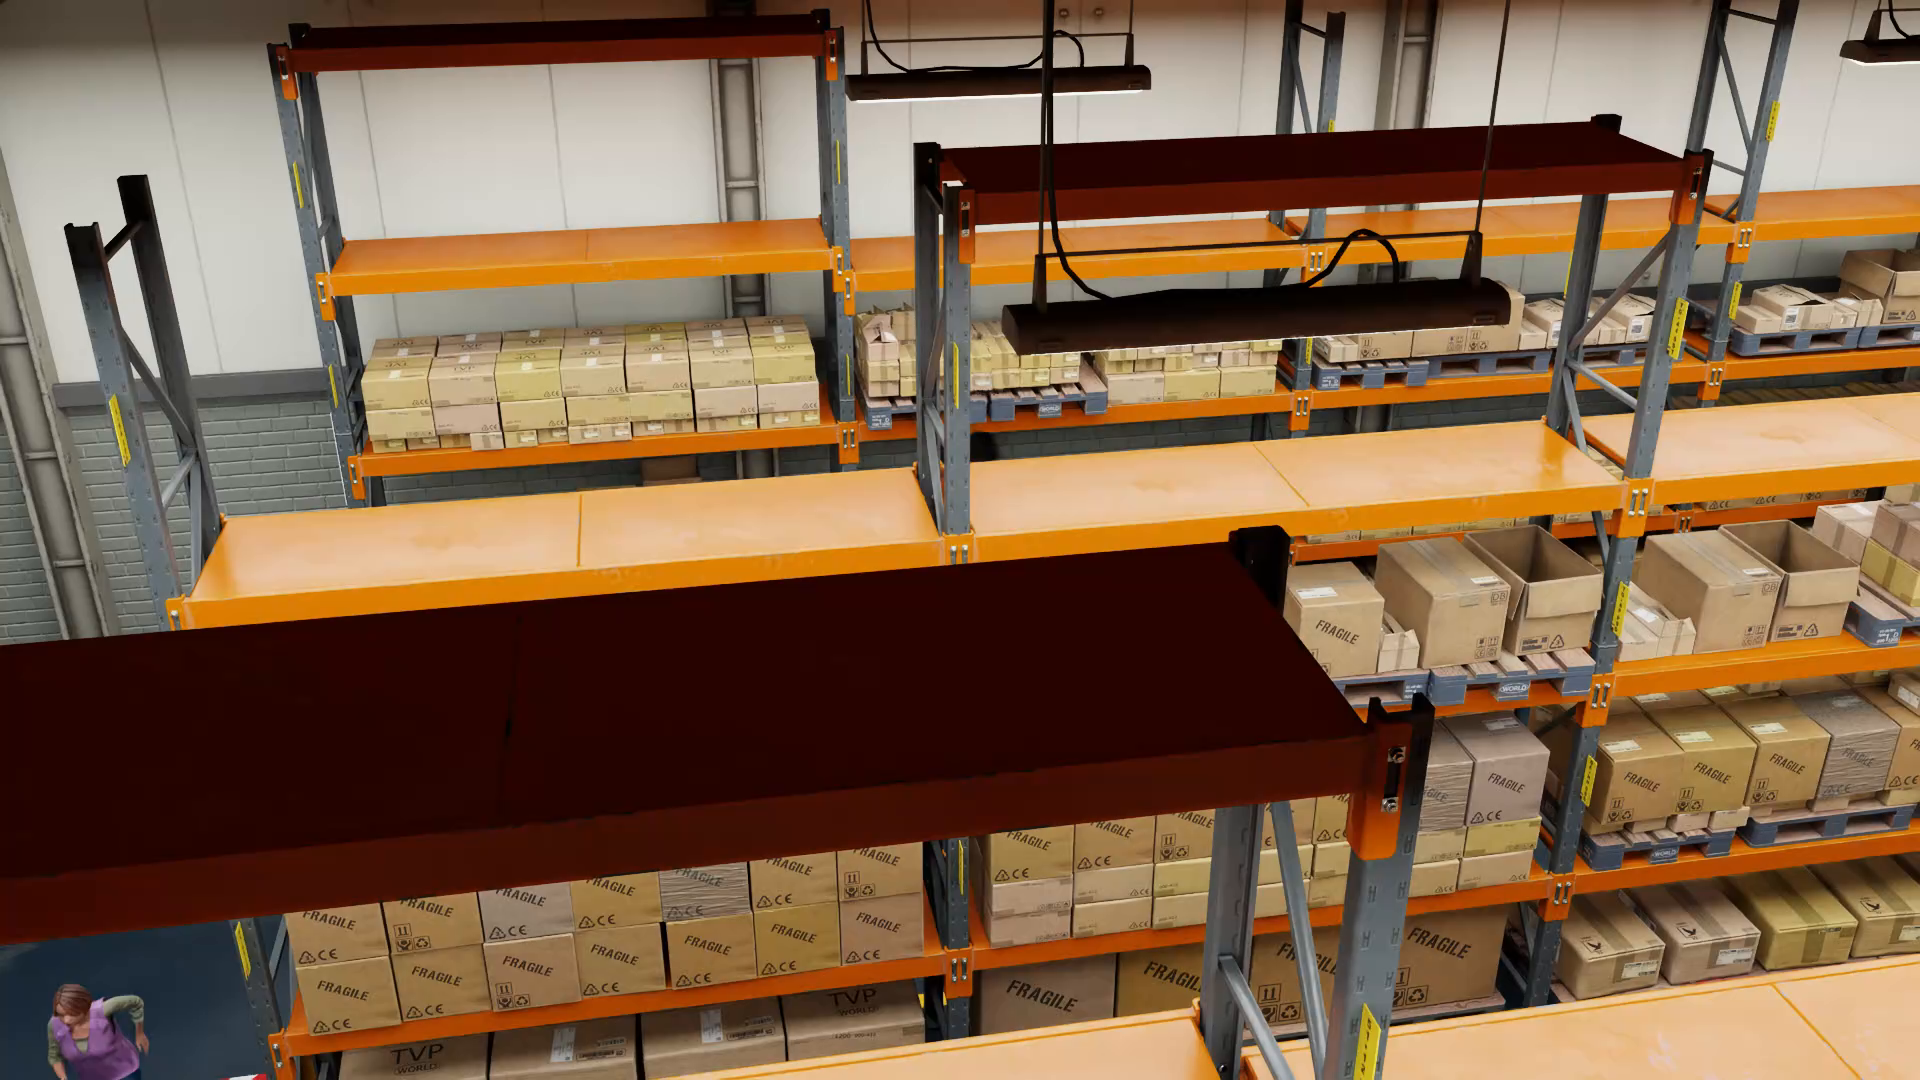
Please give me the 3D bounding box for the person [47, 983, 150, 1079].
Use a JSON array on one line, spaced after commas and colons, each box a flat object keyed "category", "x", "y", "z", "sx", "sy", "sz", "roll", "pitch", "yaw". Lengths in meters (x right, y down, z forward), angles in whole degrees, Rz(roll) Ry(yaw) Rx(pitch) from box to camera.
[{"category": "person", "x": -5.081, "y": 3.167, "z": 9.927, "sx": 0.480, "sy": 1.578, "sz": 0.923, "roll": -3, "pitch": 26, "yaw": -7}]
